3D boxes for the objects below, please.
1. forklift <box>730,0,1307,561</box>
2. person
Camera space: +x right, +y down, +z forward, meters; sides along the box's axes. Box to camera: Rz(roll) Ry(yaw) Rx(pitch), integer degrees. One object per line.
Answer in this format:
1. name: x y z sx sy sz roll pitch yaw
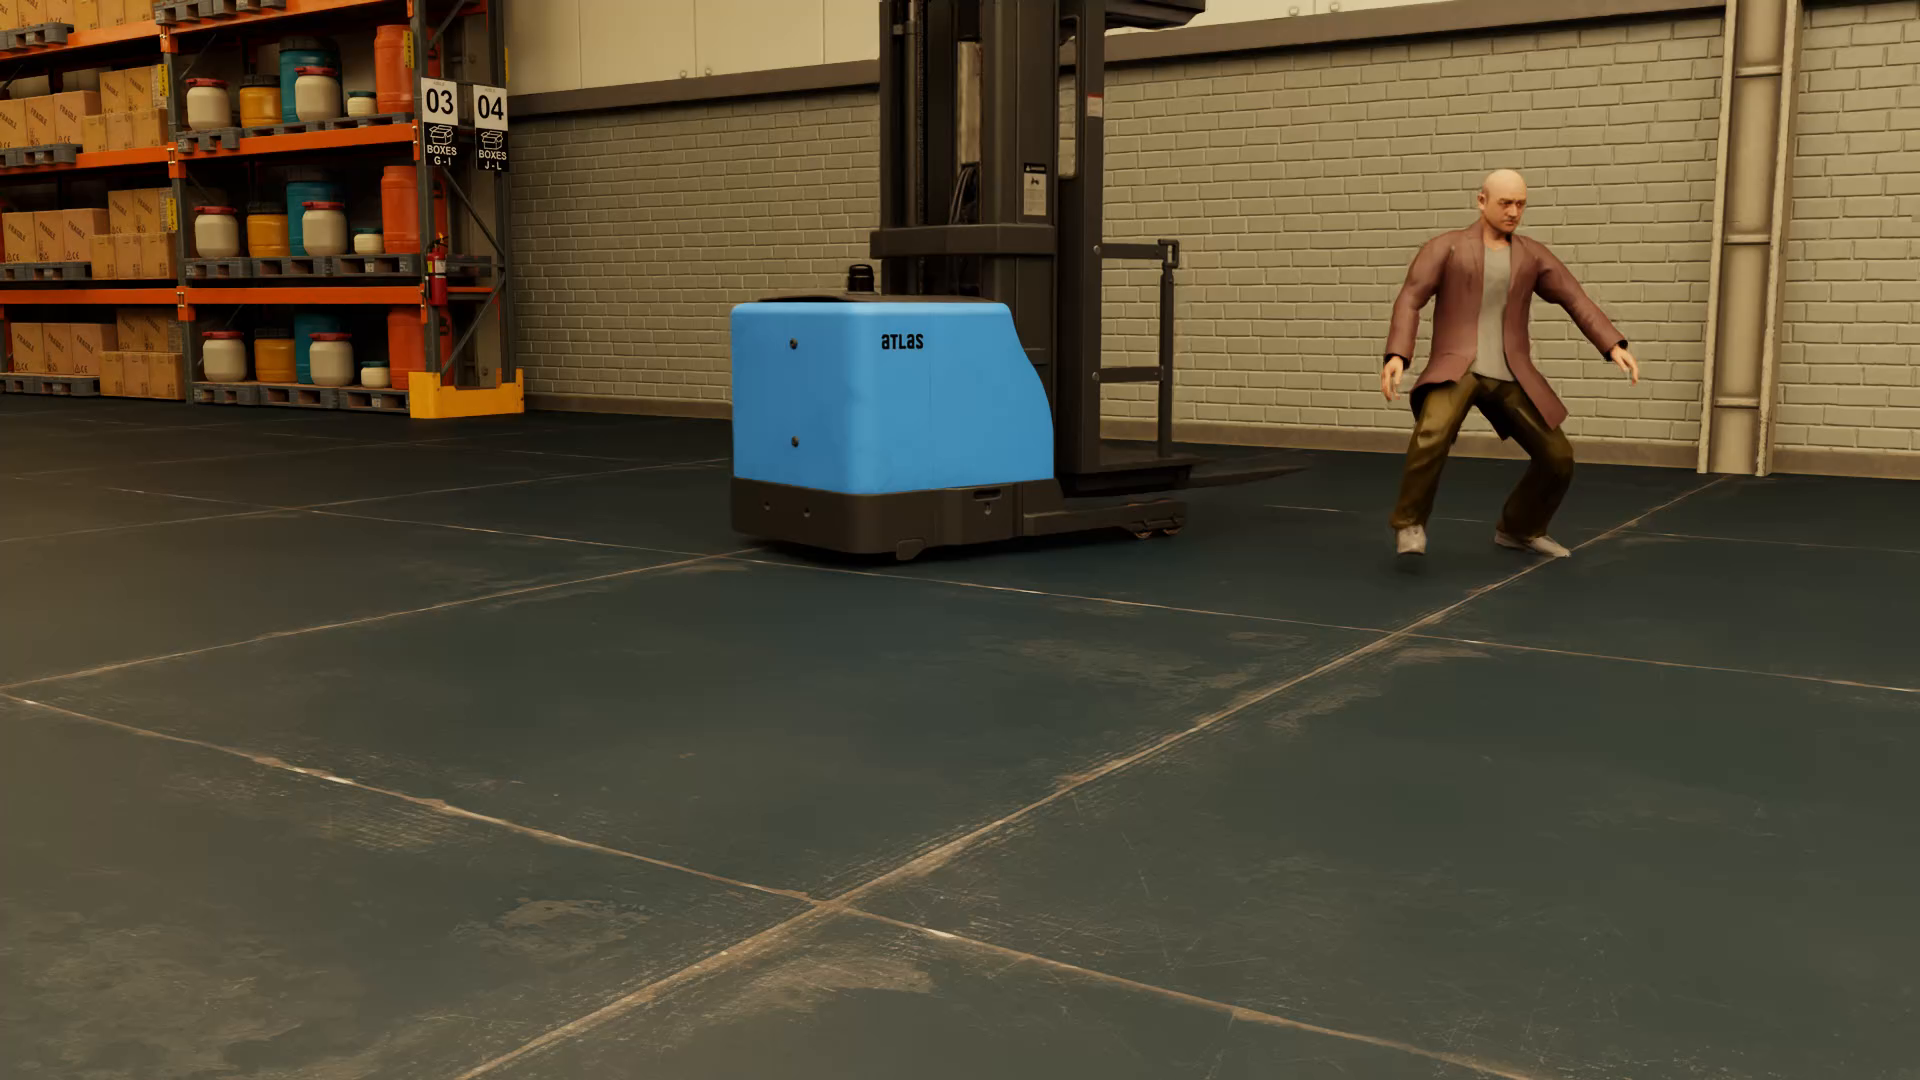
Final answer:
1. forklift: 0.434 -1.509 7.806 3.031 2.935 1.130 -7 10 -39
2. person: 2.234 -0.684 6.926 1.003 1.611 0.751 0 8 -1
